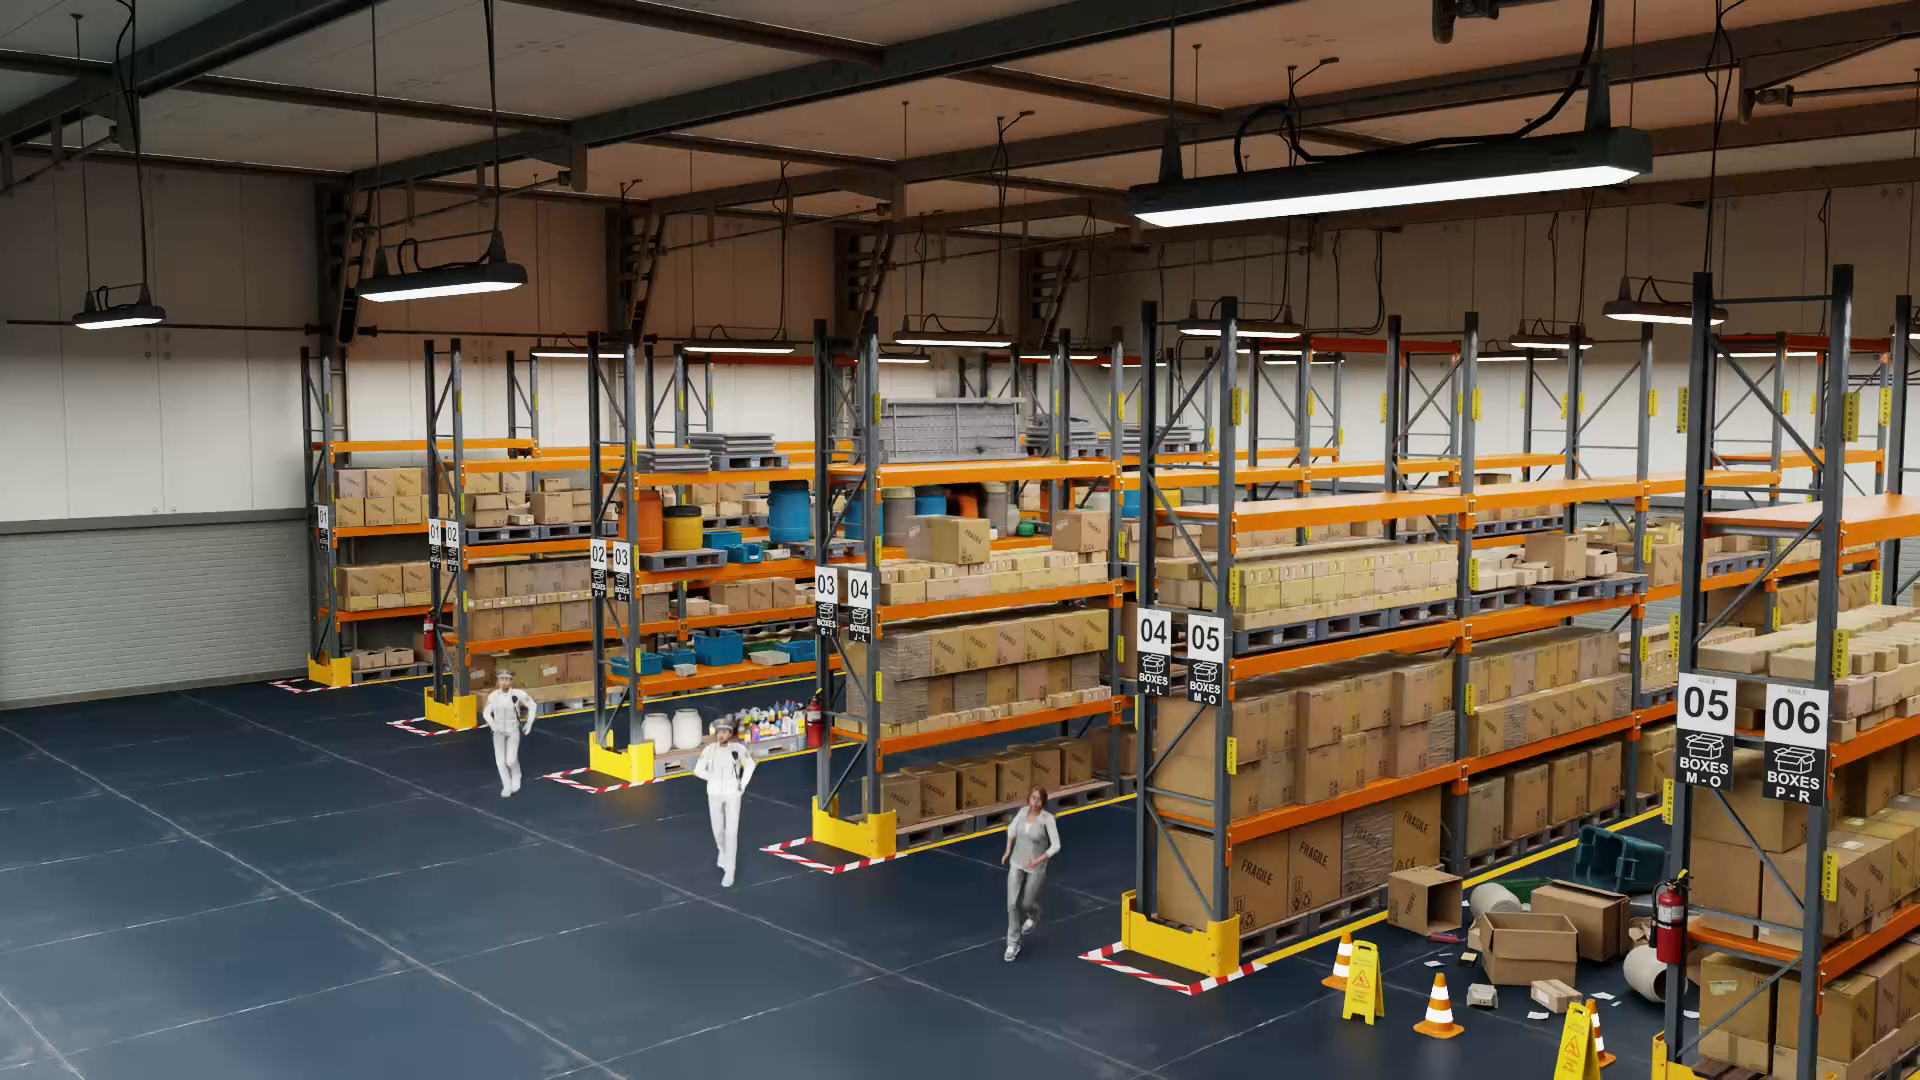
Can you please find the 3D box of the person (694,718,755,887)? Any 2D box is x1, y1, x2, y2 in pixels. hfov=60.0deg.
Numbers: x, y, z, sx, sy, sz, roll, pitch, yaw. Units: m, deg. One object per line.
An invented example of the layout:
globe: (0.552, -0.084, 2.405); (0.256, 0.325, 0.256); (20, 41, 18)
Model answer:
person: (-2.530, 2.749, 17.772); (0.619, 1.729, 0.817); (0, 5, 5)

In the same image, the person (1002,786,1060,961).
person: (0.676, 3.041, 15.392); (0.570, 1.585, 0.711); (2, 5, 23)

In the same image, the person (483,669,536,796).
person: (-5.781, 2.469, 21.287); (0.648, 1.659, 0.566); (0, 5, -5)
